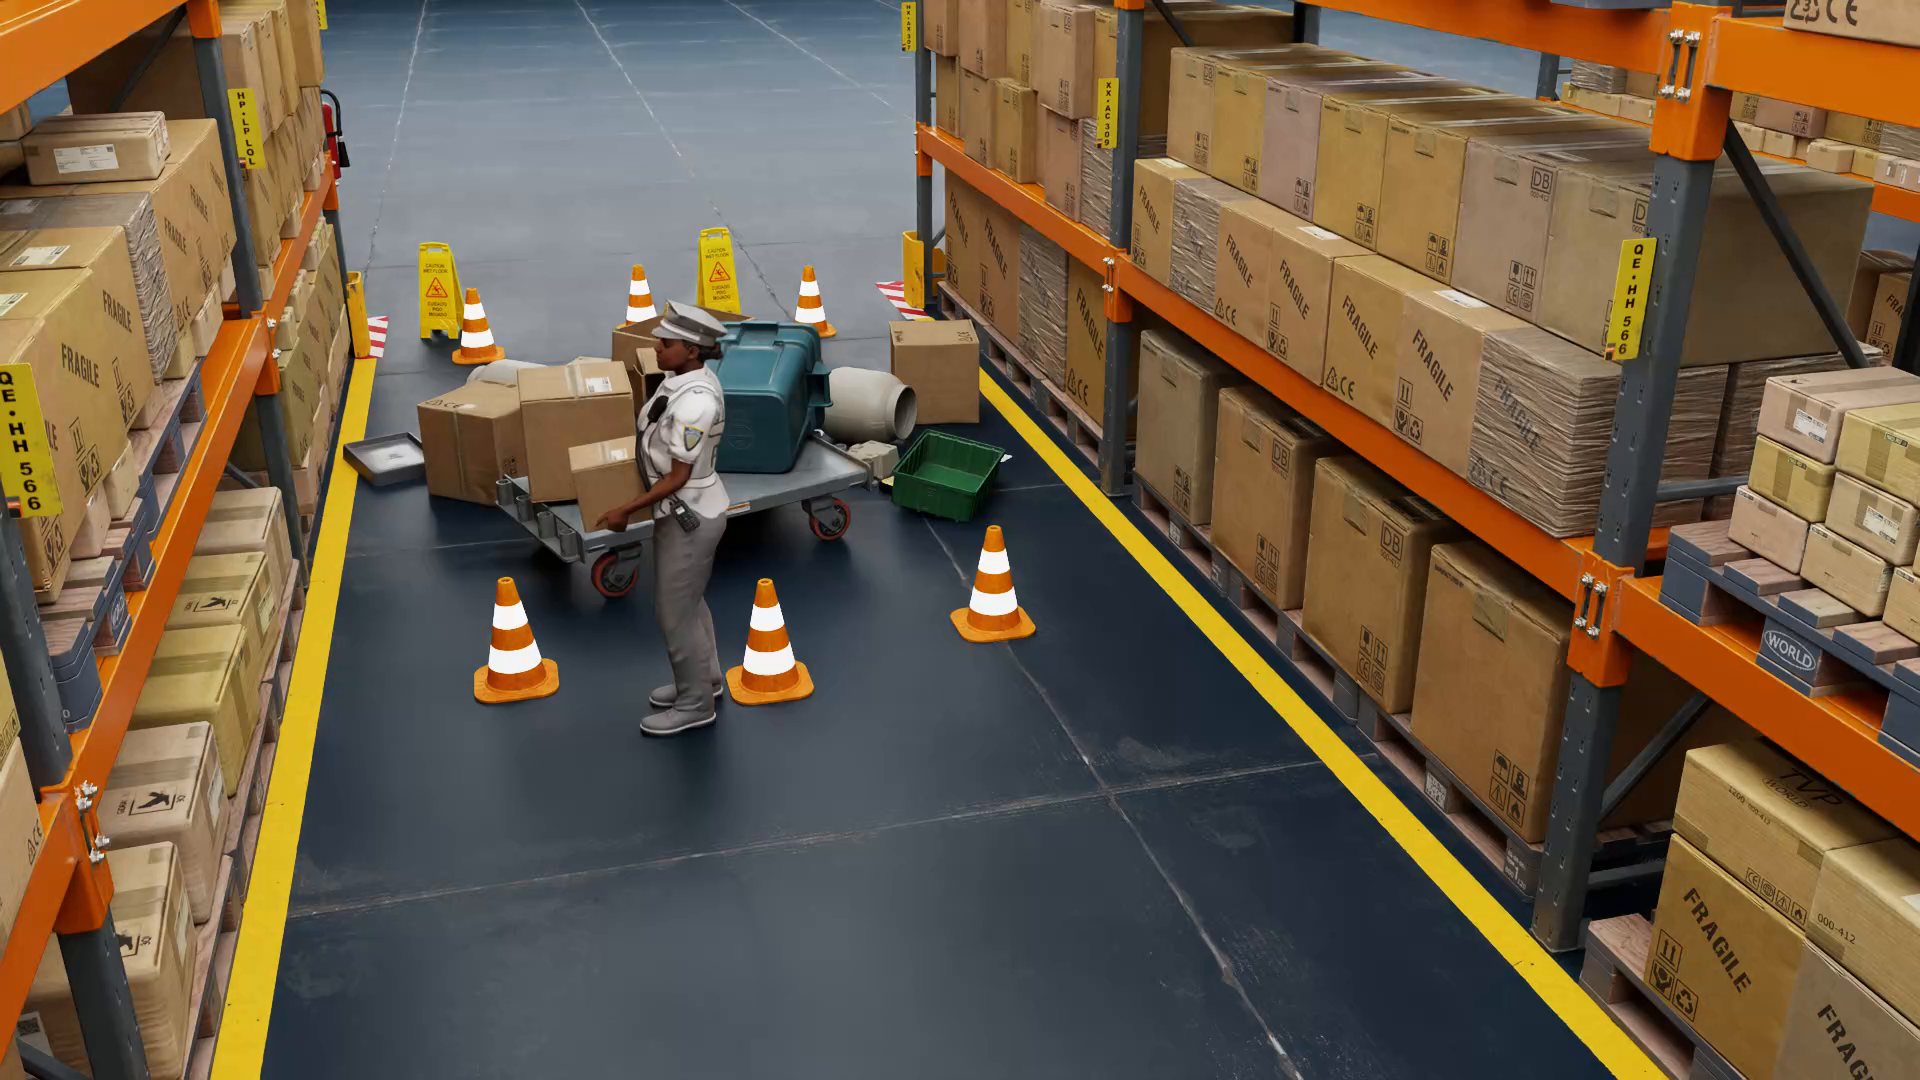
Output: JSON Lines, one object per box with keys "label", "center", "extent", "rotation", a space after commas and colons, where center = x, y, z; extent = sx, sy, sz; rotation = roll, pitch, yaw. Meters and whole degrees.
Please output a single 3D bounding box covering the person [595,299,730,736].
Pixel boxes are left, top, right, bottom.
{"label": "person", "center": [-1.107, -0.083, 6.259], "extent": [0.534, 1.688, 0.450], "rotation": [-6, 24, -14]}
